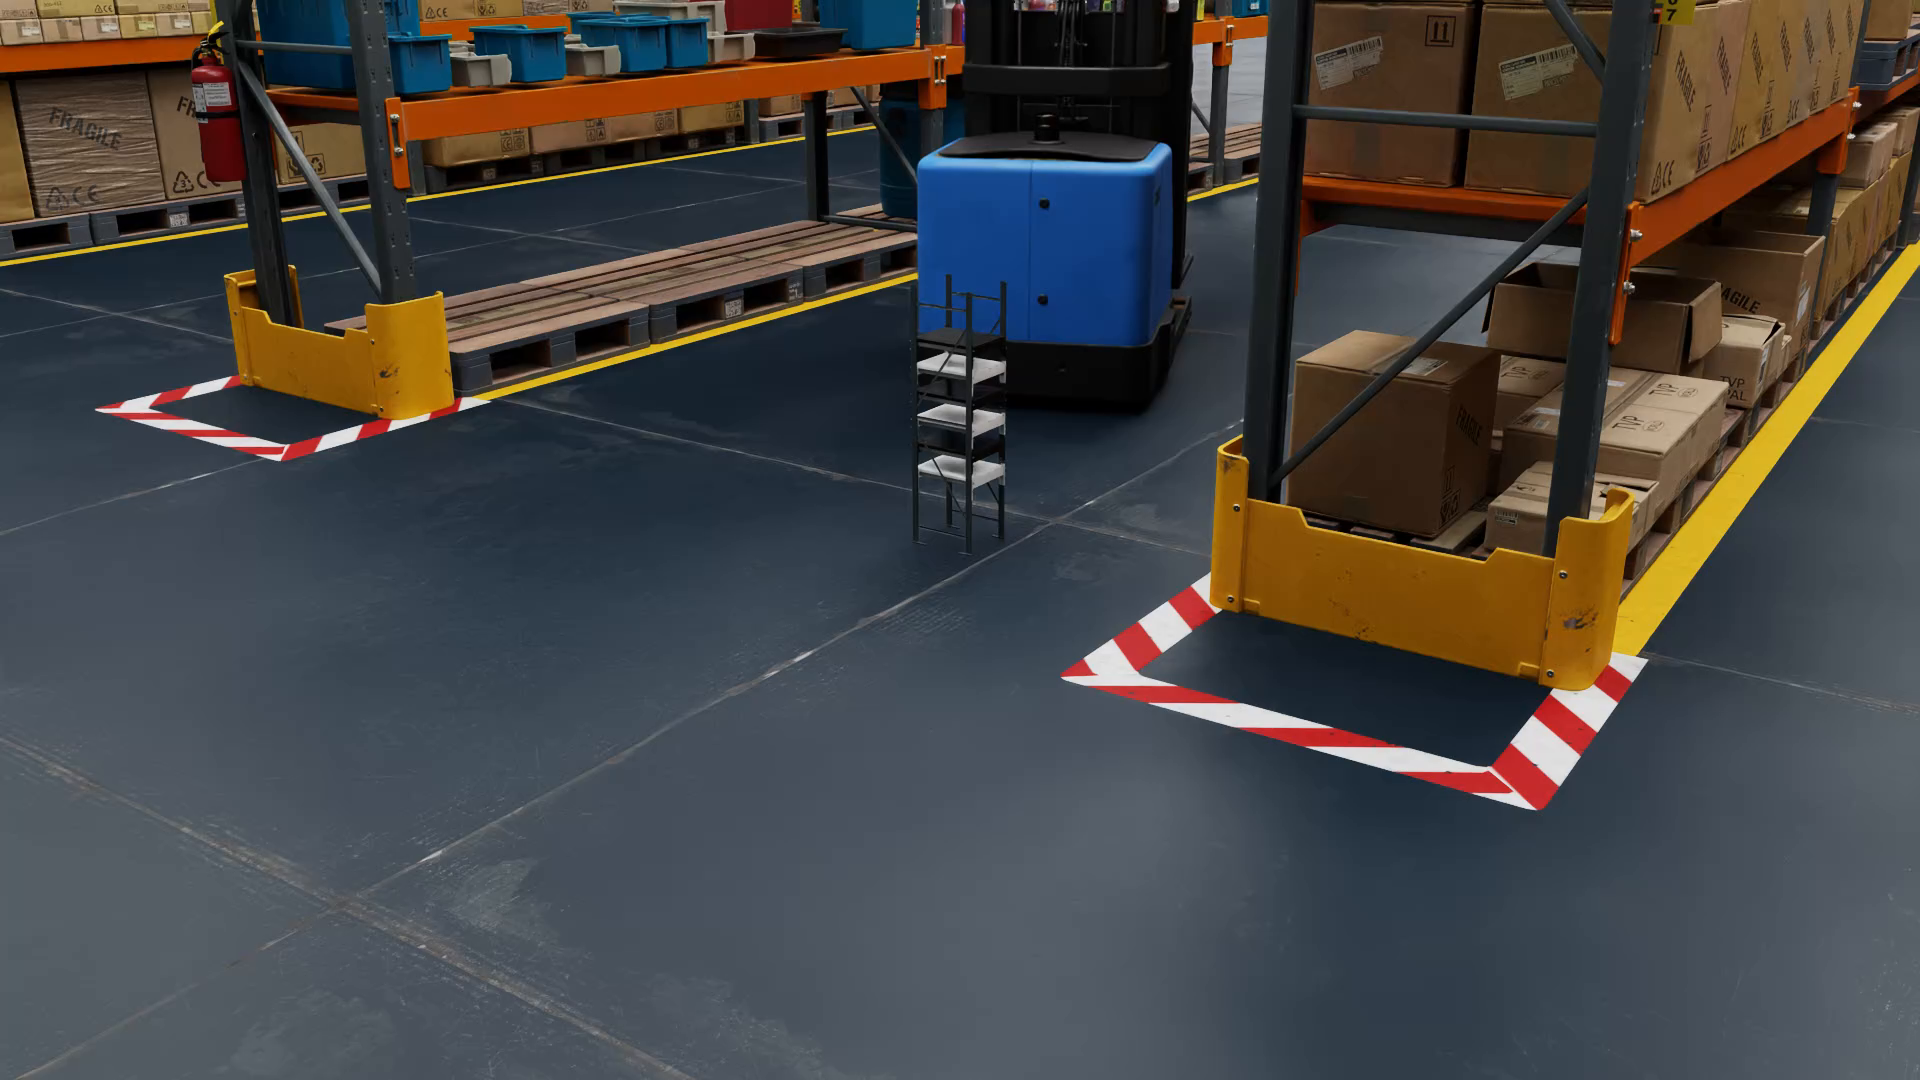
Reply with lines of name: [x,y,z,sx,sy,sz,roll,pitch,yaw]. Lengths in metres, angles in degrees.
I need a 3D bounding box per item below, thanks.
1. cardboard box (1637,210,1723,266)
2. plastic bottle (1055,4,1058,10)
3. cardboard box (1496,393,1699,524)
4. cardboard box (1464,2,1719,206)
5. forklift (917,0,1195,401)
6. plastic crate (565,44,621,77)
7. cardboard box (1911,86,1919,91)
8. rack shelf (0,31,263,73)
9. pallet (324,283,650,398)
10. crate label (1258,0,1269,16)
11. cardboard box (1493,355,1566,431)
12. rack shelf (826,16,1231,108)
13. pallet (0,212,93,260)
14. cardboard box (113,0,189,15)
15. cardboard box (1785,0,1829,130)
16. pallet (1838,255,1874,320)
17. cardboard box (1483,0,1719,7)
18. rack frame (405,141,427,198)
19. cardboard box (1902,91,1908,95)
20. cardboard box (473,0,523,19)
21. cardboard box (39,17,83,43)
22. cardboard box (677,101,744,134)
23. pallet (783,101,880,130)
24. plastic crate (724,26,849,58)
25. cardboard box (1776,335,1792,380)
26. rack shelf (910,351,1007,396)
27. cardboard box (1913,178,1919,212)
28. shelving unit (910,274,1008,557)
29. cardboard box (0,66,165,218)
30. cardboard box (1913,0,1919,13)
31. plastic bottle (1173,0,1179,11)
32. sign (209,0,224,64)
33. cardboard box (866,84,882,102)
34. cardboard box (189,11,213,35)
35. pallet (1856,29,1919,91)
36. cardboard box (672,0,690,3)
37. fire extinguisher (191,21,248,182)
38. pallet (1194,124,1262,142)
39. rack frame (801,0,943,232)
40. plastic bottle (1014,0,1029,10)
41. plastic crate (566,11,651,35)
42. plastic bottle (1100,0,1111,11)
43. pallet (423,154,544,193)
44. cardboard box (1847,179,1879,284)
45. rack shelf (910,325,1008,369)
cardboard box: [3.586,-1.497,8.459,0.500,0.500,0.500,13,24,32]
plastic bottle: [0.635,-3.492,11.168,0.097,0.201,0.097,0,20,0]
cardboard box: [2.118,-0.279,5.525,0.500,0.250,0.500,13,24,32]
cardboard box: [1.765,-1.241,4.652,0.500,0.500,0.500,14,24,33]
forklift: [0.615,-2.450,8.164,1.130,2.935,3.031,4,21,11]
plastic crate: [-1.756,-2.267,7.864,0.250,0.136,0.298,13,24,32]
cardboard box: [8.052,-3.560,13.614,0.500,0.311,0.500,13,24,32]
rack shelf: [-5.769,-3.288,11.367,1.077,0.370,4.000,13,24,32]
pallet: [-2.302,-1.007,8.182,1.003,0.211,1.213,13,24,32]
crate label: [2.482,-4.630,13.906,0.502,0.435,0.616,13,24,32]
cardboard box: [1.958,-0.506,6.138,0.500,0.250,0.500,13,24,32]
rack shelf: [0.575,-3.470,11.858,1.077,0.370,4.000,13,24,32]
pallet: [-6.509,-1.988,10.836,1.003,0.211,1.213,13,24,32]
cardboard box: [-5.539,-3.650,11.097,0.500,0.250,0.500,13,24,31]
cardboard box: [2.901,-1.823,6.227,0.500,0.500,0.500,14,24,33]
pallet: [4.657,-1.550,9.652,1.003,0.211,1.213,13,24,32]
cardboard box: [1.765,-1.710,4.479,0.500,0.500,0.500,14,25,33]
rack frame: [-4.645,-4.199,12.793,1.000,3.000,0.127,13,24,32]
cardboard box: [7.604,-3.662,13.890,0.500,0.311,0.500,13,24,32]
cardboard box: [-3.898,-4.474,13.391,0.500,0.500,0.500,13,24,32]
cardboard box: [-5.845,-3.266,10.633,0.380,0.149,0.250,13,24,31]
cardboard box: [-2.802,-4.353,15.667,1.225,0.875,0.875,12,23,29]
pallet: [-1.270,-4.611,17.927,1.003,0.211,1.213,13,24,32]
plastic crate: [-0.956,-2.759,9.209,0.437,0.125,0.590,13,24,32]
cardboard box: [3.299,-0.797,7.072,0.380,0.149,0.250,13,24,32]
rack shelf: [-0.005,-0.557,5.552,0.258,0.077,0.200,13,24,32]
cardboard box: [6.332,-2.414,11.326,0.500,0.250,0.500,13,24,32]
shelving unit: [-0.005,-0.420,5.603,0.258,0.900,0.210,13,24,32]
cardboard box: [-6.089,-2.712,11.231,0.875,0.875,0.875,13,24,32]
cardboard box: [5.533,-3.455,10.032,0.700,0.500,0.500,5,21,14]
plastic bottle: [1.615,-3.993,12.521,0.097,0.201,0.097,0,20,0]
sign: [-3.262,-2.265,7.328,0.100,0.325,0.005,13,24,32]
cardboard box: [-1.109,-5.063,18.097,0.700,0.500,0.500,11,23,27]
cardboard box: [-5.268,-3.561,11.430,0.380,0.149,0.250,13,24,31]
pallet: [4.085,-2.384,8.163,1.003,0.211,1.213,13,24,32]
cardboard box: [-2.754,-5.062,14.981,0.500,0.500,0.500,13,24,31]
fire extinguisher: [-3.258,-1.920,7.280,0.296,0.674,0.183,13,24,32]
pallet: [2.854,-3.636,15.291,1.003,0.211,1.213,13,24,32]
rack frame: [-0.549,-3.233,10.182,1.000,3.000,0.127,13,24,32]
plastic bottle: [0.421,-3.529,11.160,0.152,0.276,0.135,13,24,32]
plastic crate: [-1.855,-2.674,8.826,0.416,0.233,0.300,13,24,32]
plastic bottle: [1.004,-3.708,11.633,0.061,0.283,0.133,13,24,32]
pallet: [-4.274,-3.127,13.915,1.003,0.211,1.213,13,24,32]
cardboard box: [4.597,-1.688,8.975,0.500,0.500,0.500,14,24,32]
rack shelf: [-0.005,-0.642,5.520,0.258,0.077,0.200,13,24,32]
